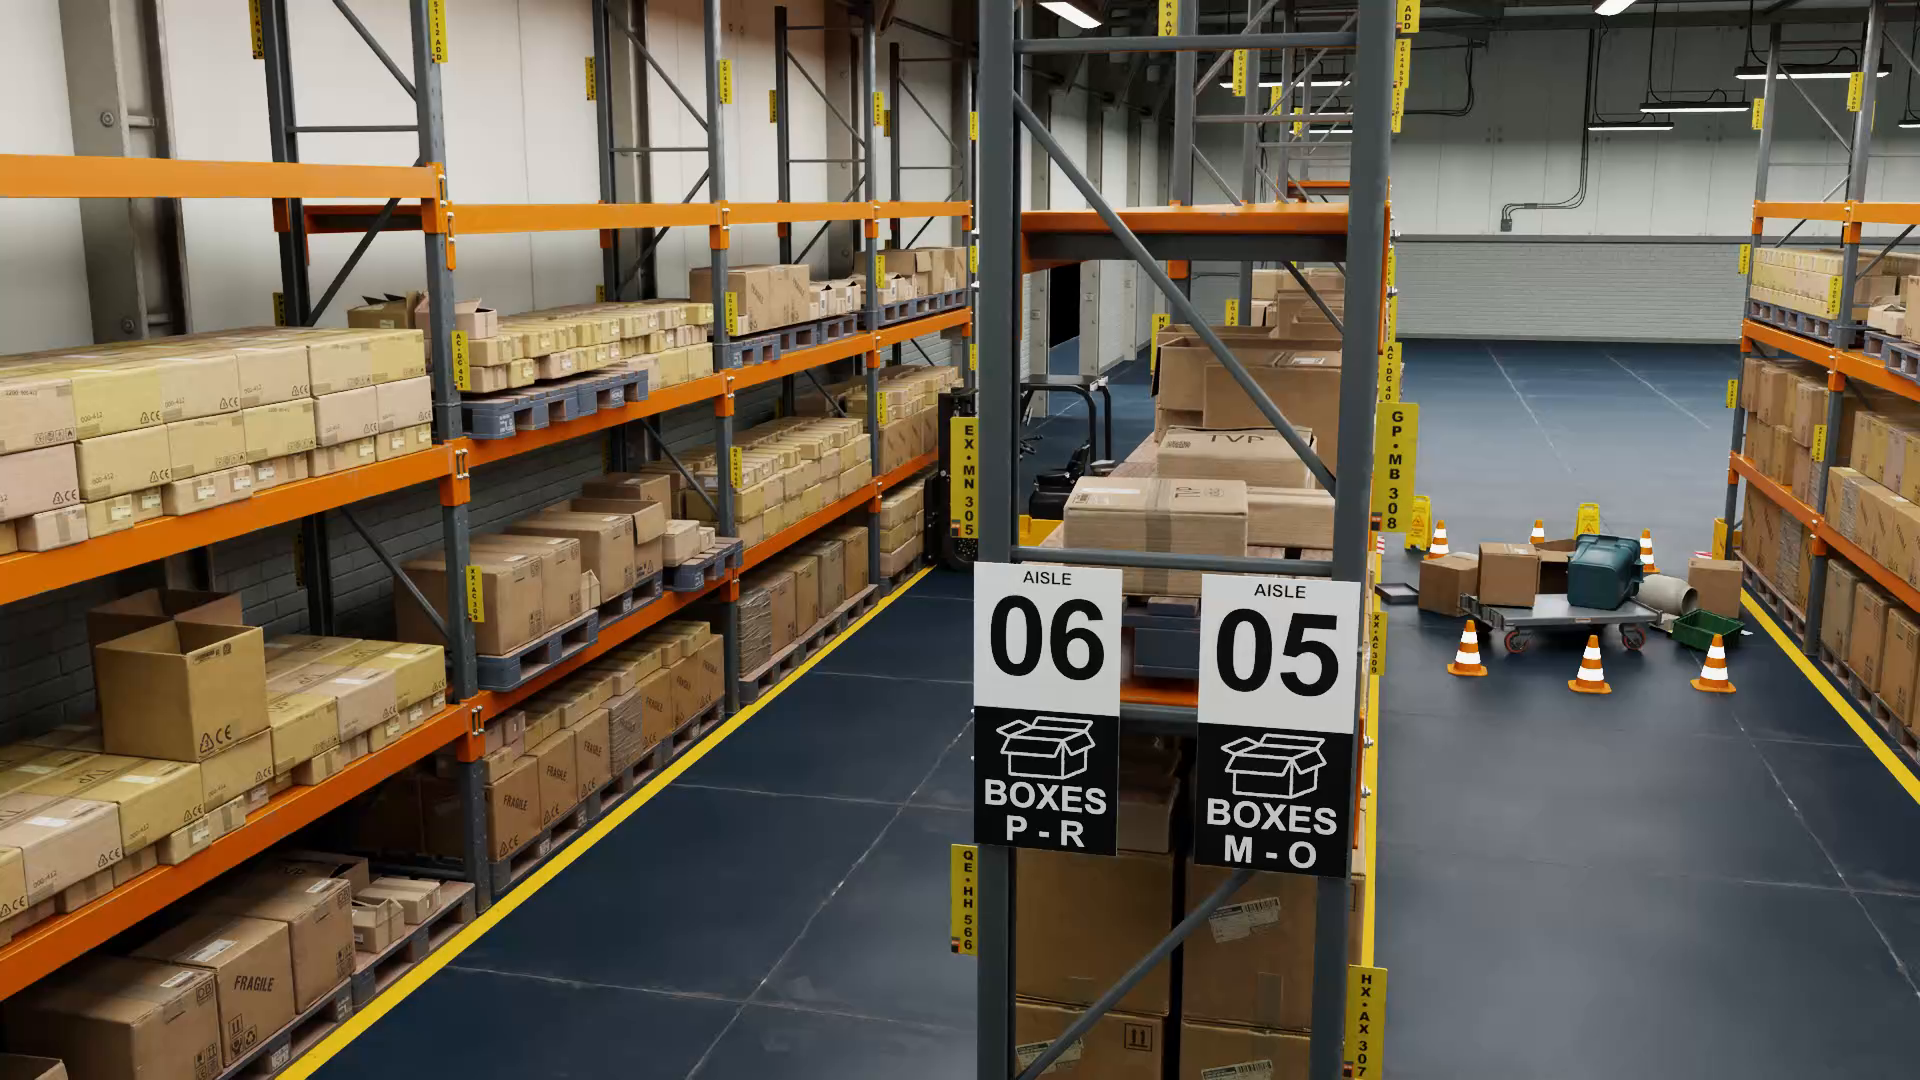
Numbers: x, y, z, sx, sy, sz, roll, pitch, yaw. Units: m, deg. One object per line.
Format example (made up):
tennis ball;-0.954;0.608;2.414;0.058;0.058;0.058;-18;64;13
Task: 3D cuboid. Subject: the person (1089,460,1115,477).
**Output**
person;1.323;0.039;16.262;0.397;1.657;0.509;3;12;13
